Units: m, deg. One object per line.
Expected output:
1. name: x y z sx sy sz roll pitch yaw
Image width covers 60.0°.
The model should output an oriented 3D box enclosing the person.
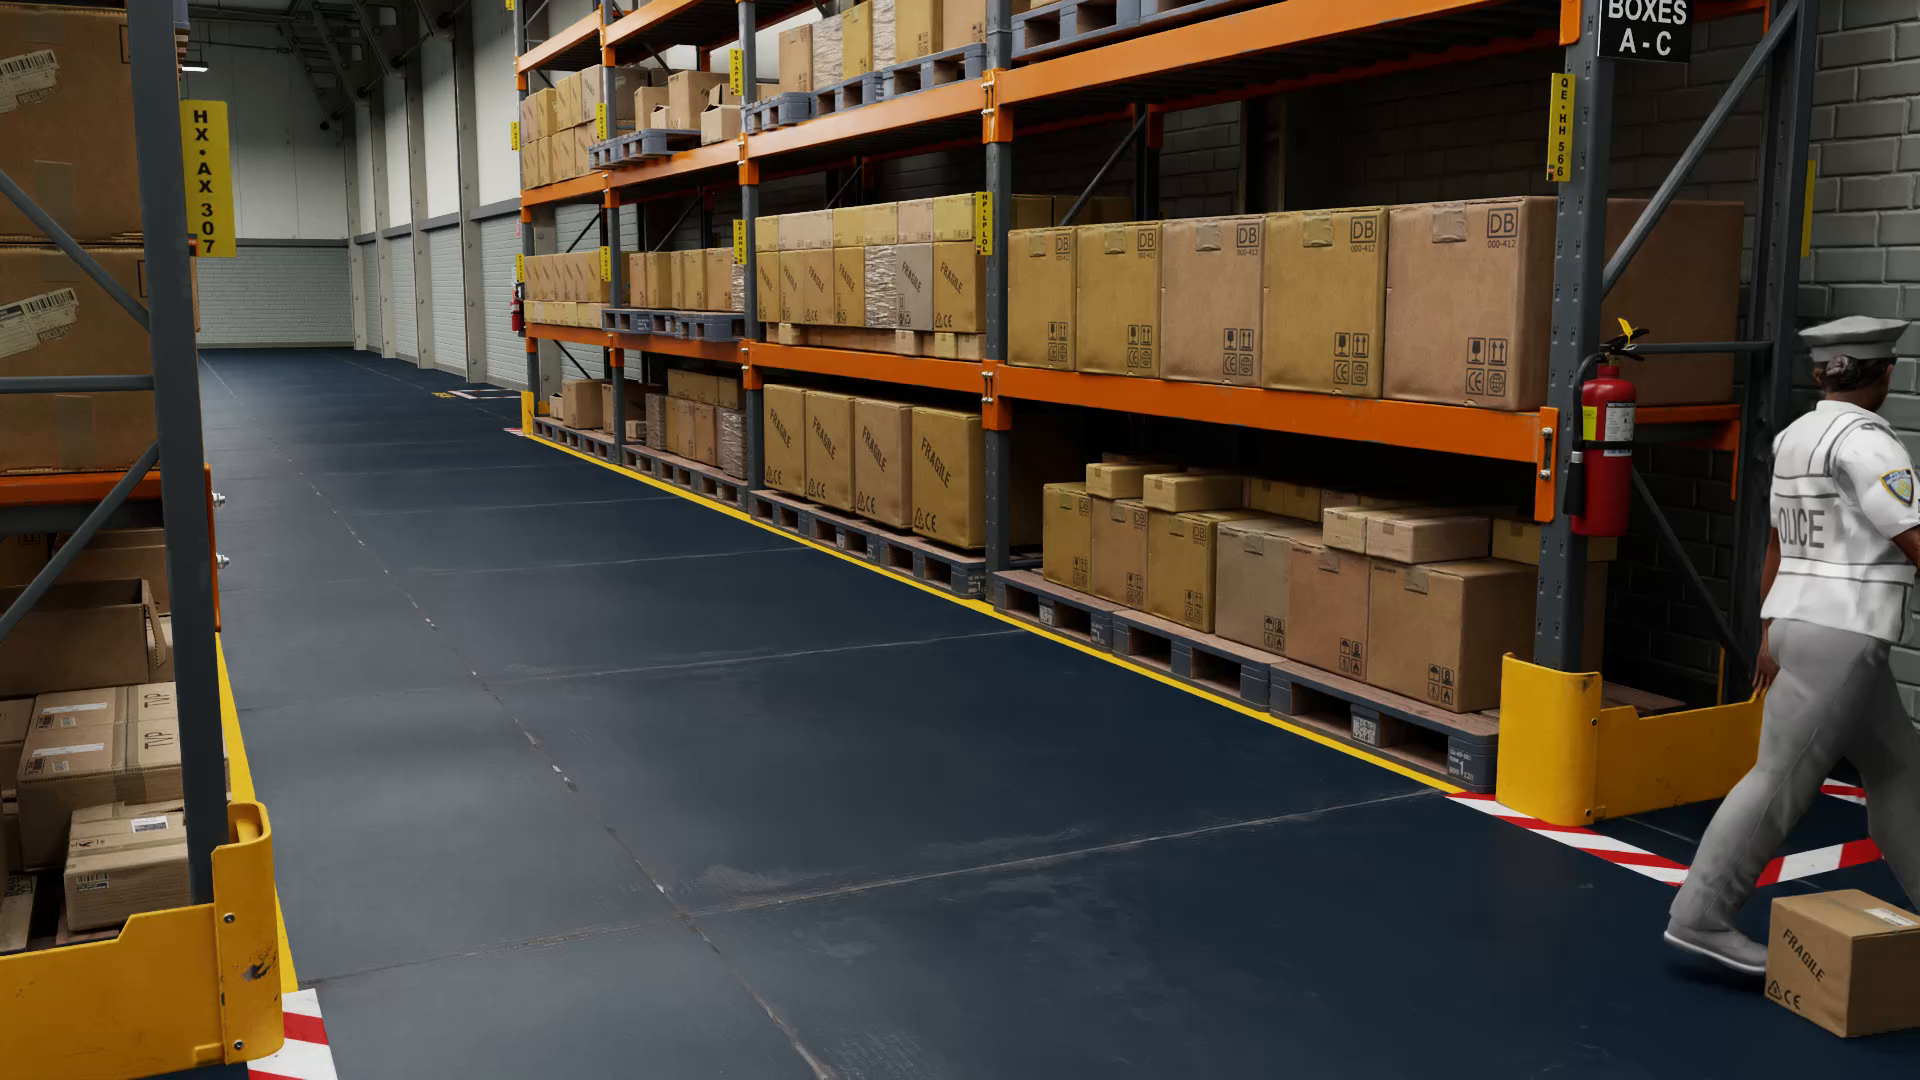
1. person: 2.259 0.266 4.100 0.957 1.618 0.570 1 9 8
